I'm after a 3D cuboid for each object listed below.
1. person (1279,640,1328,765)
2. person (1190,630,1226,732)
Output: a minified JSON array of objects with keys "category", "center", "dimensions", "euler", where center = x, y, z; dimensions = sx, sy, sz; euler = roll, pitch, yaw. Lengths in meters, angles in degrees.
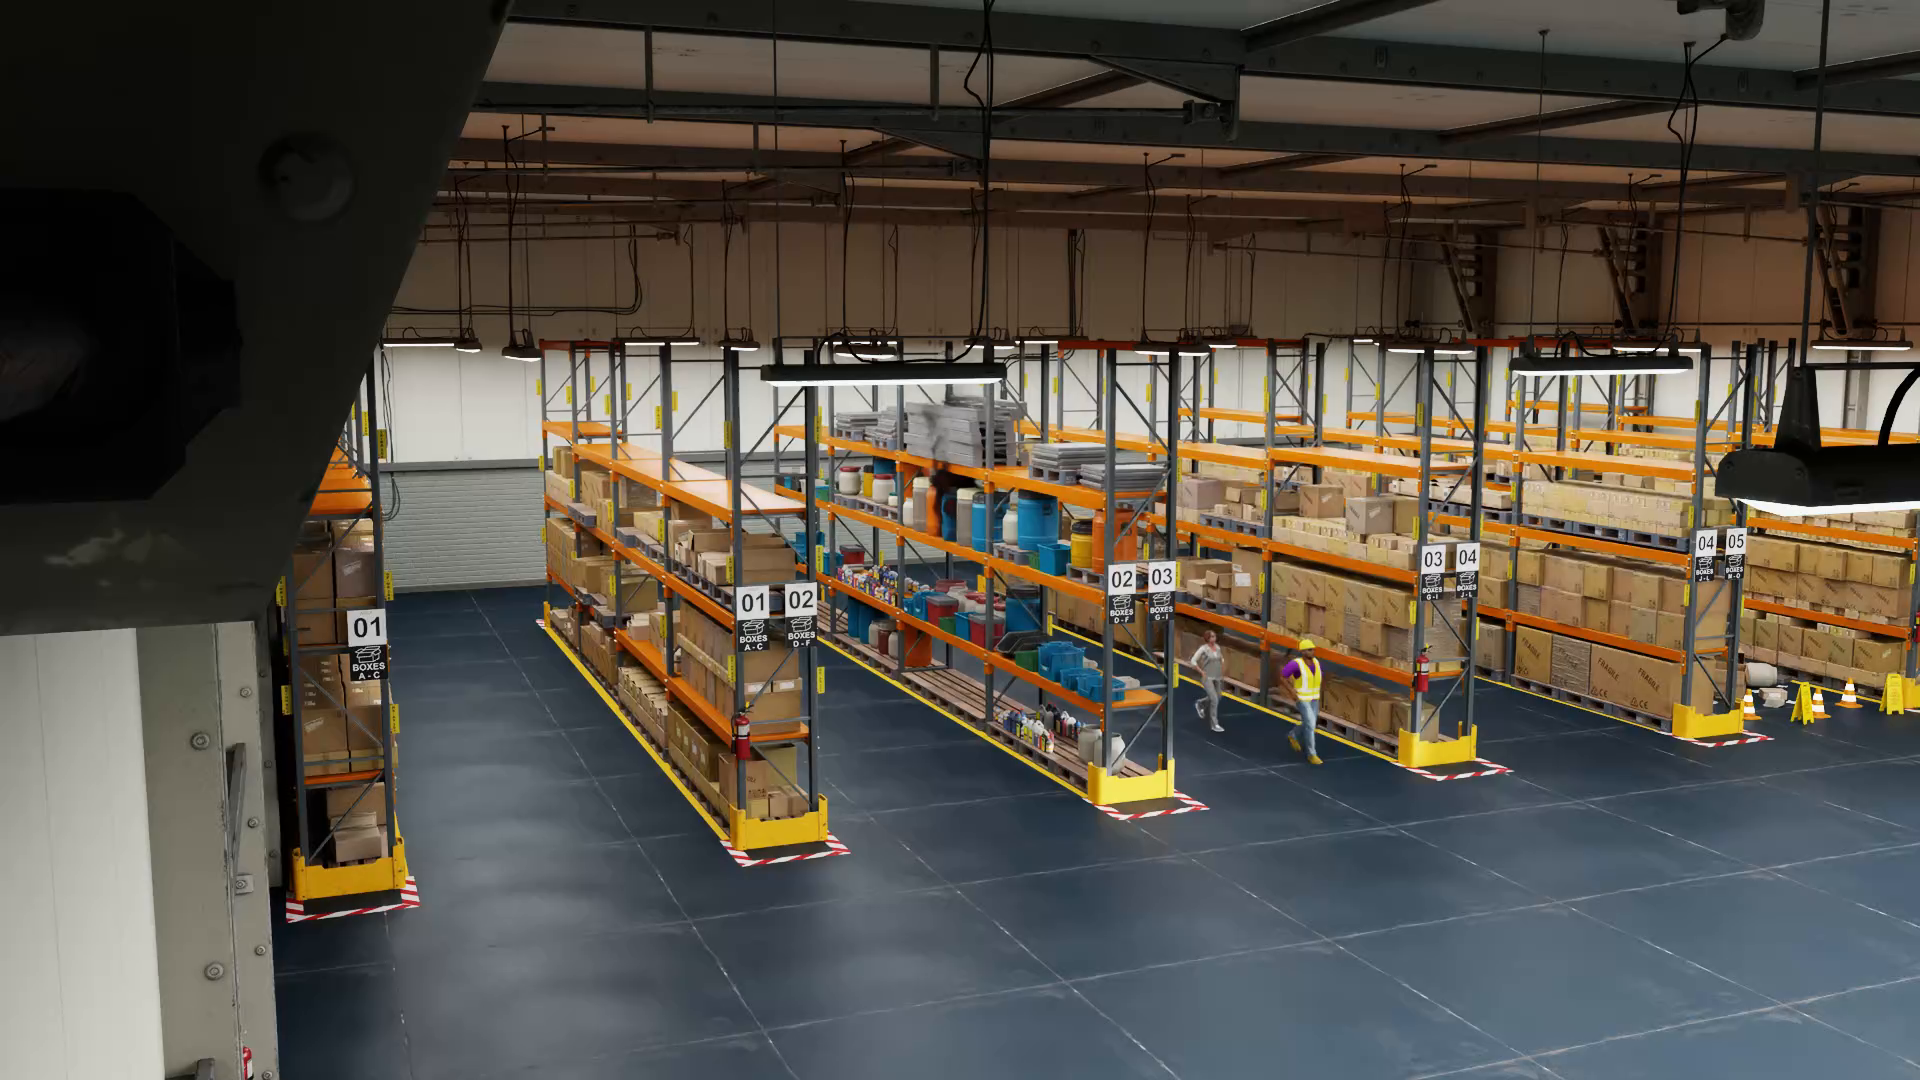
[{"category":"person","center":[5.014,2.318,24.175],"dimensions":[0.701,1.769,0.827],"euler":[-5,9,-31]},{"category":"person","center":[3.893,2.176,26.031],"dimensions":[0.547,1.564,0.768],"euler":[-4,9,-30]}]
